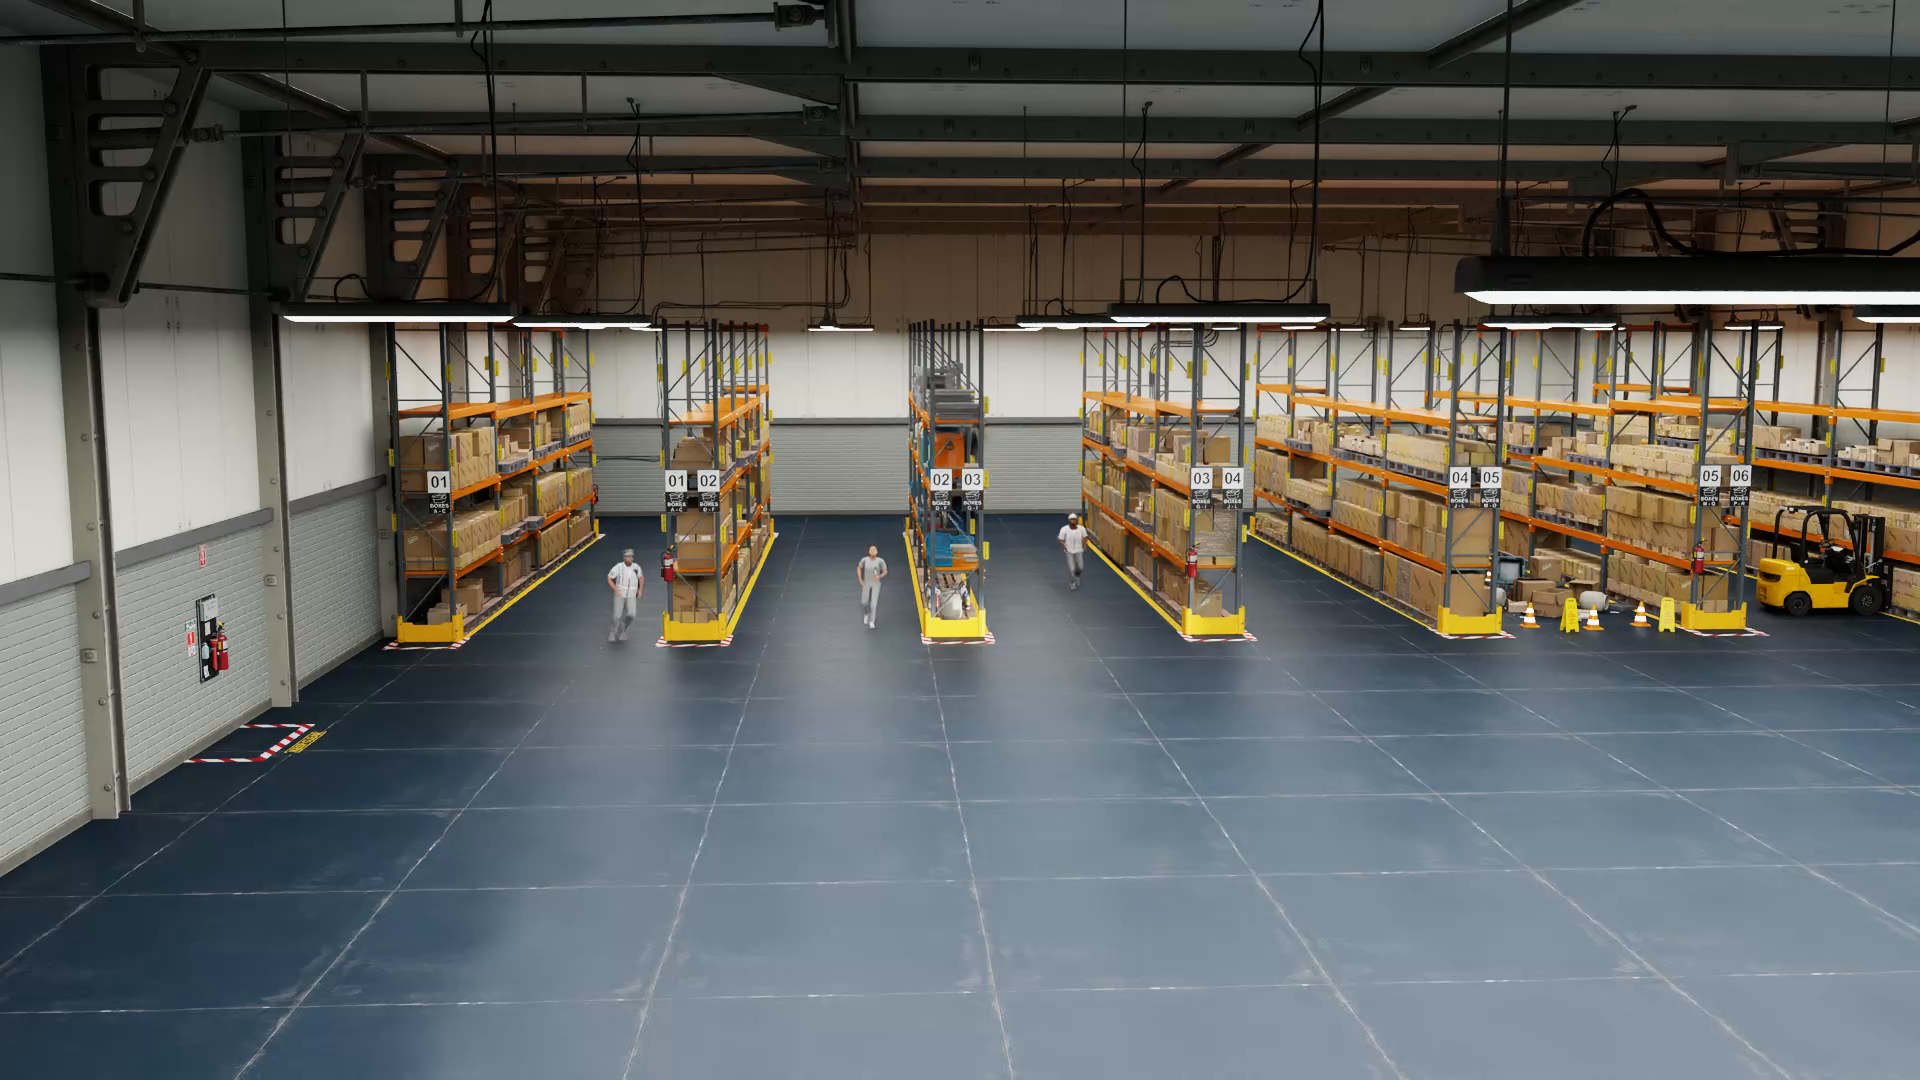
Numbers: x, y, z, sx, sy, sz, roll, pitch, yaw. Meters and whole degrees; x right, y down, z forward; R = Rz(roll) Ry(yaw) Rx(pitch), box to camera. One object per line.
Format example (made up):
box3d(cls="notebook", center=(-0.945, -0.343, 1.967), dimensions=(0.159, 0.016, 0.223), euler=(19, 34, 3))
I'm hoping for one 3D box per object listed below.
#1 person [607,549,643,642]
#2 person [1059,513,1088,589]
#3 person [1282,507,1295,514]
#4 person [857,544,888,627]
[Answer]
box3d(cls="person", center=(-6.241, 1.032, 31.139), dimensions=(0.722, 1.746, 0.613), euler=(-3, 8, -23))
box3d(cls="person", center=(2.553, 0.264, 37.265), dimensions=(0.674, 1.719, 0.569), euler=(-1, 7, -5))
box3d(cls="person", center=(9.667, -1.168, 48.896), dimensions=(0.553, 1.724, 0.713), euler=(5, 9, 36))
box3d(cls="person", center=(-1.723, 0.907, 32.543), dimensions=(0.609, 1.611, 0.502), euler=(1, 7, 4))
